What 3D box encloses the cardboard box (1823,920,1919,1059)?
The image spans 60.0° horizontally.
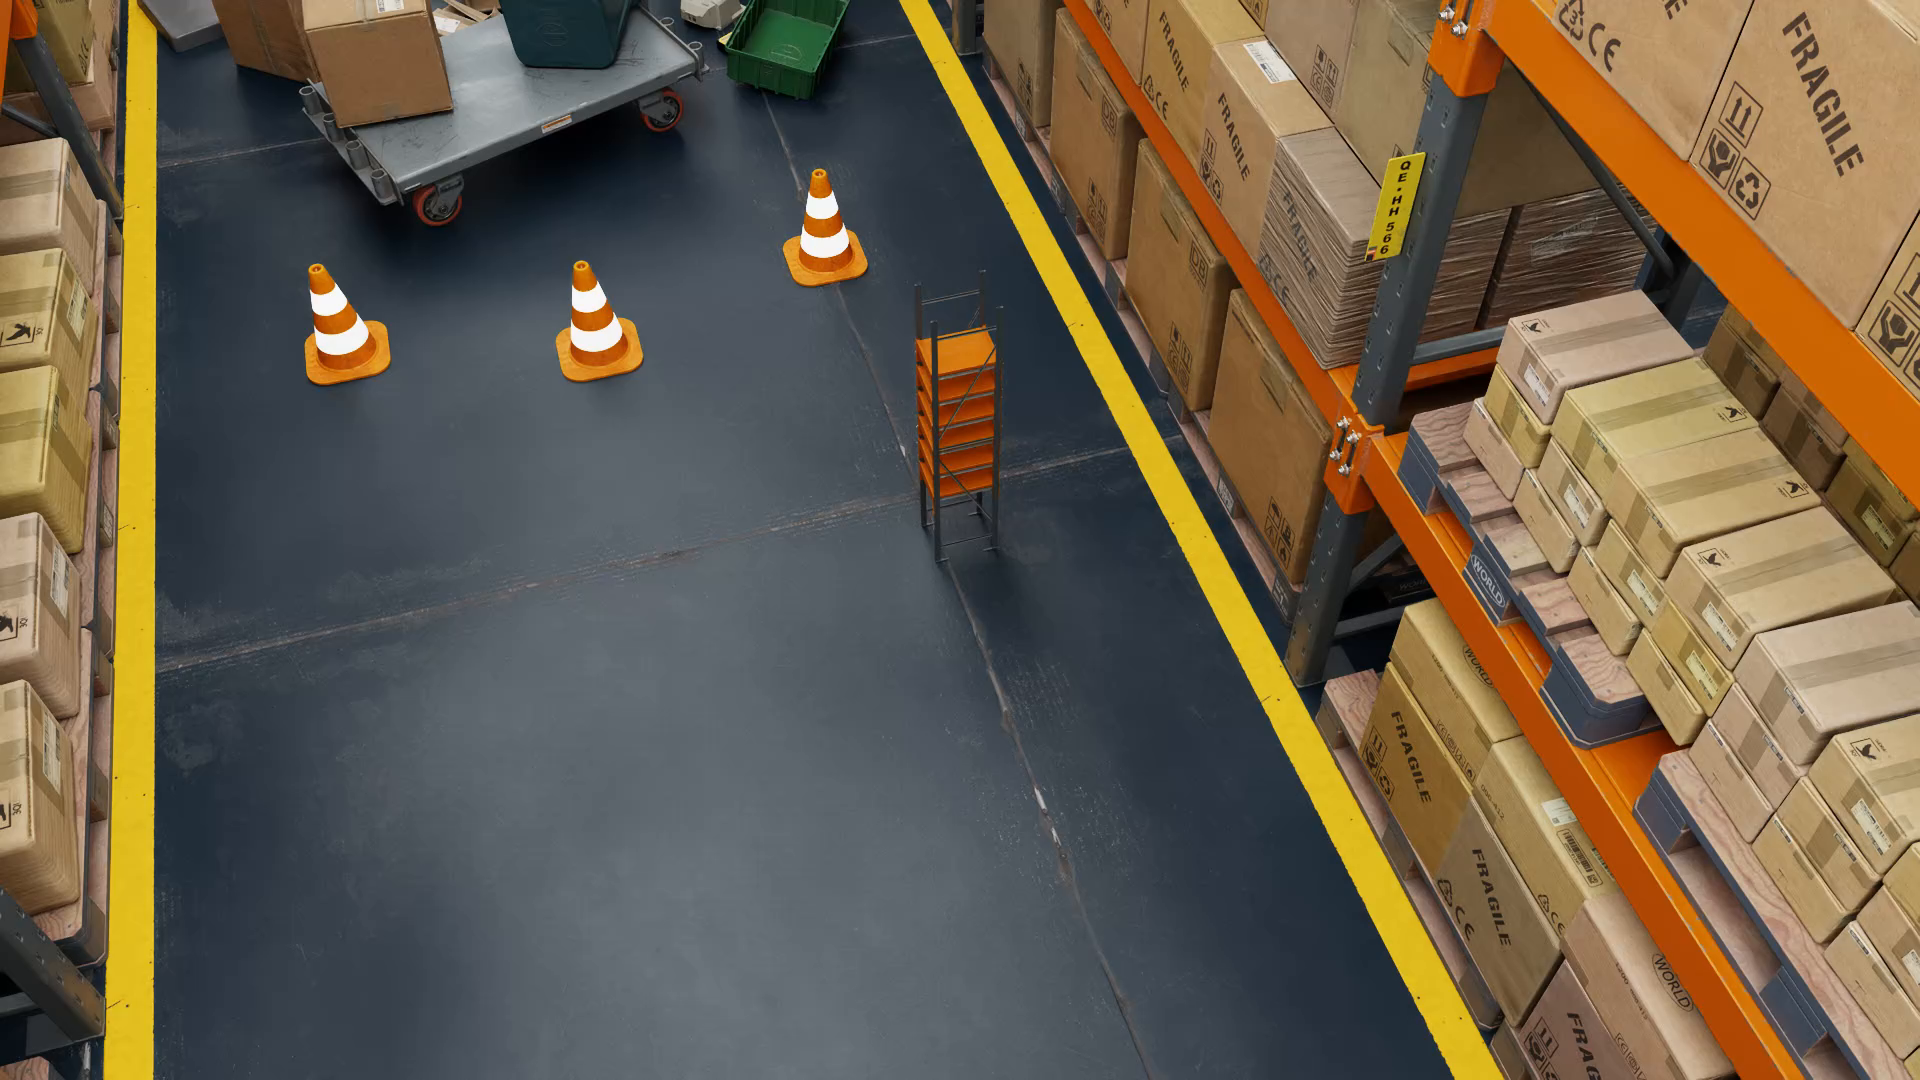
[{"bbox_3d":[2.047,0.876,3.440,0.380,0.149,0.250,-15,51,-12],"label":"cardboard box"}]

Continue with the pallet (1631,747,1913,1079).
[{"bbox_3d":[2.263,0.898,3.657,1.003,0.211,1.213,-13,51,-11],"label":"pallet"}]

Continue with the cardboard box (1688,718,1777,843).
[{"bbox_3d":[1.899,0.501,3.755,0.380,0.149,0.250,-12,51,-10],"label":"cardboard box"}]

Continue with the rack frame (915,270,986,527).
[{"bbox_3d":[-0.031,-0.464,5.857,0.240,1.200,0.006,-13,51,-11],"label":"rack frame"}]

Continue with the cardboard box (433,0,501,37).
[{"bbox_3d":[-2.434,-2.528,8.208,0.396,0.266,0.258,26,55,20],"label":"cardboard box"}]

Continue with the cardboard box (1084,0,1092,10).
[{"bbox_3d":[0.649,-2.375,6.225,0.500,0.500,0.500,-14,51,-11],"label":"cardboard box"}]

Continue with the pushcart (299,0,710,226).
[{"bbox_3d":[-2.080,-2.036,7.720,1.648,0.377,0.936,-30,56,-23],"label":"pushcart"}]

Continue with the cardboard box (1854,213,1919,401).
[{"bbox_3d":[1.860,-0.395,2.594,0.500,0.500,0.500,-13,51,-11],"label":"cardboard box"}]

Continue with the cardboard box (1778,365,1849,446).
[{"bbox_3d":[2.293,-0.409,4.133,0.380,0.149,0.250,-14,51,-11],"label":"cardboard box"}]

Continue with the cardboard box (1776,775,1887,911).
[{"bbox_3d":[1.971,0.588,3.488,0.380,0.149,0.250,-14,51,-11],"label":"cardboard box"}]

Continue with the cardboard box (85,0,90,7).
[{"bbox_3d":[-4.330,-2.700,7.598,0.500,0.500,0.500,-11,51,-10],"label":"cardboard box"}]

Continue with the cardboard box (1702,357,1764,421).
[{"bbox_3d":[2.223,-0.399,4.514,0.380,0.149,0.250,-13,51,-10],"label":"cardboard box"}]

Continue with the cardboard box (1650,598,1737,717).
[{"bbox_3d":[1.828,0.223,3.795,0.380,0.149,0.250,-13,51,-11],"label":"cardboard box"}]

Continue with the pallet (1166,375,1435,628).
[{"bbox_3d":[1.477,-0.295,6.360,1.003,0.211,1.213,-13,51,-11],"label":"pallet"}]

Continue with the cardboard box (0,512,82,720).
[{"bbox_3d":[-3.444,0.352,5.435,0.950,0.372,0.625,-14,51,-12],"label":"cardboard box"}]

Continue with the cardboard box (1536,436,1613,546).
[{"bbox_3d":[1.671,-0.155,4.114,0.380,0.149,0.250,-11,51,-9],"label":"cardboard box"}]

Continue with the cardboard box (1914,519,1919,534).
[{"bbox_3d":[2.453,-0.023,3.808,0.380,0.149,0.250,-12,51,-10],"label":"cardboard box"}]

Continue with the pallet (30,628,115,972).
[{"bbox_3d":[-3.290,0.920,5.336,1.003,0.211,1.213,-13,51,-11],"label":"pallet"}]

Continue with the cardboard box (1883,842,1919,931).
[{"bbox_3d":[2.050,0.677,3.218,0.380,0.149,0.250,-14,51,-11],"label":"cardboard box"}]

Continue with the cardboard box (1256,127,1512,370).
[{"bbox_3d":[1.248,-0.901,4.982,0.500,0.500,0.500,-13,51,-11],"label":"cardboard box"}]

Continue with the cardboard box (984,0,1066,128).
[{"bbox_3d":[0.725,-2.499,7.592,1.050,0.750,0.750,-14,51,-11],"label":"cardboard box"}]

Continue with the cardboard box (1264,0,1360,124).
[{"bbox_3d":[1.364,-1.654,4.963,0.700,0.500,0.500,-14,51,-12],"label":"cardboard box"}]

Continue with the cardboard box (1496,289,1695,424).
[{"bbox_3d":[1.591,-0.462,4.178,0.380,0.149,0.250,-13,51,-11],"label":"cardboard box"}]

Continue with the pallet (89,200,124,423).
[{"bbox_3d":[-4.012,-0.862,6.839,1.003,0.211,1.213,-13,51,-11],"label":"pallet"}]

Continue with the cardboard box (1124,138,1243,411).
[{"bbox_3d":[1.282,-1.114,6.424,1.050,0.750,0.750,-13,51,-10],"label":"cardboard box"}]

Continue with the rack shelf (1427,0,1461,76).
[{"bbox_3d":[1.047,-2.796,5.154,1.077,0.370,4.000,-13,51,-11],"label":"rack shelf"}]

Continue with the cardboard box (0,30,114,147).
[{"bbox_3d":[-4.160,-2.070,7.557,0.500,0.250,0.500,-15,52,-13],"label":"cardboard box"}]

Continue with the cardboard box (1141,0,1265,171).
[{"bbox_3d":[0.954,-1.631,5.598,0.500,0.500,0.500,-14,51,-12],"label":"cardboard box"}]

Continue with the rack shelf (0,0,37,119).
[{"bbox_3d":[-3.652,-0.637,5.295,1.077,0.370,4.000,-13,51,-11],"label":"rack shelf"}]

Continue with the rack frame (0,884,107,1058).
[{"bbox_3d":[-3.061,0.592,3.789,1.000,3.000,0.127,-13,51,-11],"label":"rack frame"}]

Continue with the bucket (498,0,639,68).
[{"bbox_3d":[-1.787,-2.535,7.572,0.726,0.611,0.620,2,60,2],"label":"bucket"}]

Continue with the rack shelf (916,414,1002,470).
[{"bbox_3d":[-0.004,-0.369,5.834,0.258,0.103,0.180,-13,51,-11],"label":"rack shelf"}]

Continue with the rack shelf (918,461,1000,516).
[{"bbox_3d":[-0.004,-0.214,6.018,0.258,0.103,0.180,-13,51,-11],"label":"rack shelf"}]

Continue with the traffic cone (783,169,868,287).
[{"bbox_3d":[-0.591,-1.384,7.114,0.336,0.463,0.334,-13,51,-11],"label":"traffic cone"}]

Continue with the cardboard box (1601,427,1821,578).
[{"bbox_3d":[1.740,-0.090,3.864,0.380,0.149,0.250,-14,51,-11],"label":"cardboard box"}]

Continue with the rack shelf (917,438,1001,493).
[{"bbox_3d":[-0.004,-0.291,5.926,0.258,0.103,0.180,-13,51,-11],"label":"rack shelf"}]

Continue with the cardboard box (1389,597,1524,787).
[{"bbox_3d":[1.611,0.386,4.832,0.500,0.250,0.500,-15,52,-13],"label":"cardboard box"}]

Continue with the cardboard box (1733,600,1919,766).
[{"bbox_3d":[1.900,0.301,3.535,0.380,0.149,0.250,-11,51,-9],"label":"cardboard box"}]

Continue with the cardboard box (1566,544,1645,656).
[{"bbox_3d":[1.737,0.110,4.085,0.380,0.149,0.250,-11,51,-9],"label":"cardboard box"}]

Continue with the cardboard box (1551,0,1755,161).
[{"bbox_3d":[1.553,-1.123,3.207,0.500,0.500,0.500,-13,51,-11],"label":"cardboard box"}]

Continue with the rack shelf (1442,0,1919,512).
[{"bbox_3d":[2.230,0.125,2.691,1.077,0.370,4.000,-13,51,-11],"label":"rack shelf"}]

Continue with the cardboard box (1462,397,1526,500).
[{"bbox_3d":[1.578,-0.283,4.416,0.380,0.149,0.250,-14,51,-11],"label":"cardboard box"}]

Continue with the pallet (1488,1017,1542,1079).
[{"bbox_3d":[2.225,1.759,4.629,1.003,0.211,1.213,-13,51,-11],"label":"pallet"}]

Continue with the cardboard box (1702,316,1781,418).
[{"bbox_3d":[2.219,-0.493,4.399,0.380,0.149,0.250,-12,51,-10],"label":"cardboard box"}]

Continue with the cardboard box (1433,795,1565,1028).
[{"bbox_3d":[1.756,1.010,4.797,0.500,0.500,0.500,-13,51,-11],"label":"cardboard box"}]

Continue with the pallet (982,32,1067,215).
[{"bbox_3d":[0.755,-2.077,7.863,1.003,0.211,1.213,-13,51,-11],"label":"pallet"}]

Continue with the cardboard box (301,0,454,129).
[{"bbox_3d":[-2.552,-2.192,7.276,0.500,0.500,0.500,-13,51,-11],"label":"cardboard box"}]

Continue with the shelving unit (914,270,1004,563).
[{"bbox_3d":[-0.004,-0.397,5.800,0.258,1.200,0.189,-13,51,-11],"label":"shelving unit"}]

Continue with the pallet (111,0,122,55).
[{"bbox_3d":[-4.840,-2.806,8.477,1.003,0.211,1.213,-13,51,-11],"label":"pallet"}]

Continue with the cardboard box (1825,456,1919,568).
[{"bbox_3d":[2.380,-0.107,4.073,0.380,0.149,0.250,-12,51,-10],"label":"cardboard box"}]

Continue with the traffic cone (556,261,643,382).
[{"bbox_3d":[-1.498,-0.937,6.737,0.336,0.463,0.334,-13,51,-11],"label":"traffic cone"}]

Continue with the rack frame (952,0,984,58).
[{"bbox_3d":[0.455,-3.522,7.257,1.000,3.000,0.127,-13,51,-11],"label":"rack frame"}]

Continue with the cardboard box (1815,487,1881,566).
[{"bbox_3d":[2.371,-0.029,4.202,0.380,0.149,0.250,-13,51,-10],"label":"cardboard box"}]

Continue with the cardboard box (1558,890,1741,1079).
[{"bbox_3d":[1.895,1.121,4.213,0.500,0.250,0.500,-13,51,-11],"label":"cardboard box"}]

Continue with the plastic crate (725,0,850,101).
[{"bbox_3d":[-0.848,-2.465,8.168,0.450,0.188,0.662,16,51,0],"label":"plastic crate"}]

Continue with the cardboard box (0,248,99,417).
[{"bbox_3d":[-3.870,-0.711,6.331,0.950,0.372,0.625,-10,51,-9],"label":"cardboard box"}]
